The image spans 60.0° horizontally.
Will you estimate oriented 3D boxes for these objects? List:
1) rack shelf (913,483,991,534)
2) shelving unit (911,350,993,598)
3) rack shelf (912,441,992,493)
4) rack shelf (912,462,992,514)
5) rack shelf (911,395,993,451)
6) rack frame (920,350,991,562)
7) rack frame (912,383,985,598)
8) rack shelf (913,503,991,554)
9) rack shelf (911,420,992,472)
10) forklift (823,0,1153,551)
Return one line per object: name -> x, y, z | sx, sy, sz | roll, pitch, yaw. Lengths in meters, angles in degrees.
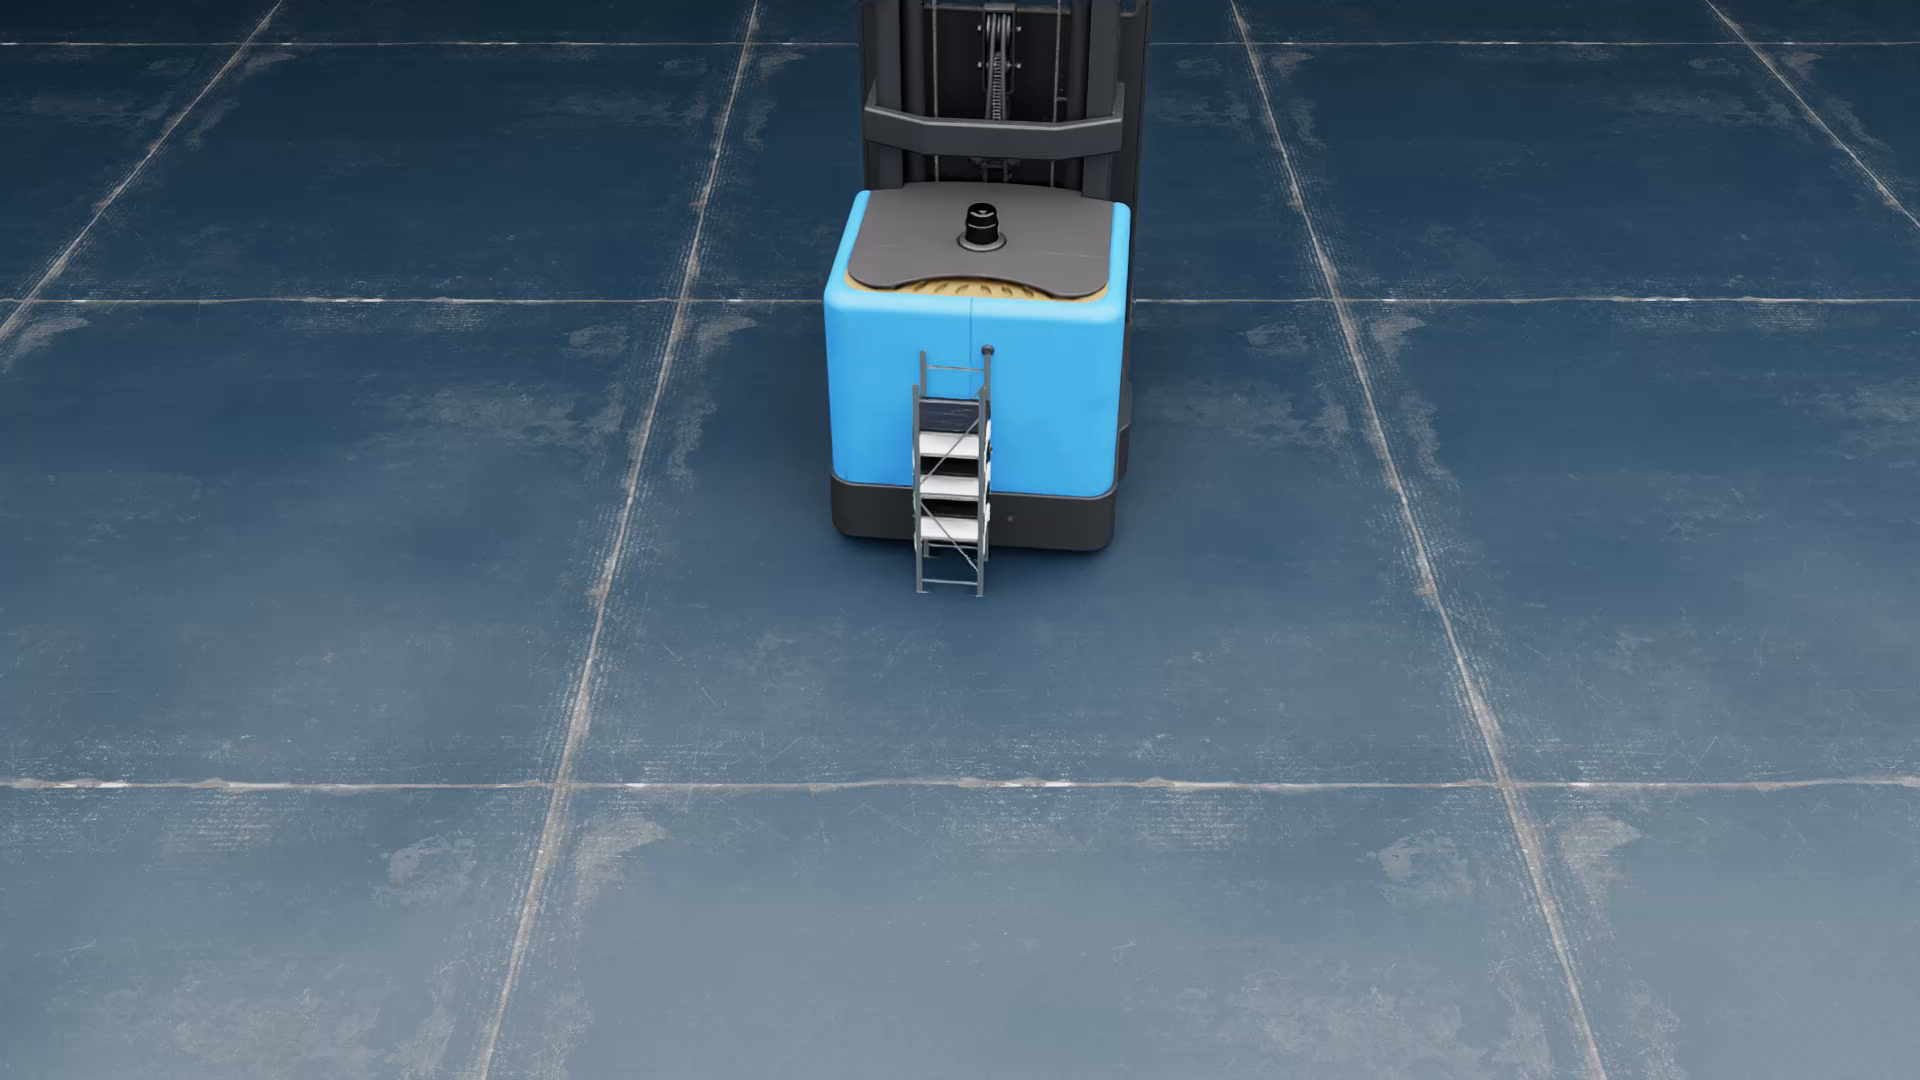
rack shelf -> -0.027, -0.120, 5.877 | 0.258, 0.077, 0.200 | 4, 39, 5
shelving unit -> -0.027, -0.216, 5.800 | 0.258, 0.900, 0.210 | 4, 39, 5
rack shelf -> -0.027, -0.260, 5.764 | 0.258, 0.077, 0.200 | 4, 39, 5
rack shelf -> -0.027, -0.190, 5.821 | 0.258, 0.077, 0.200 | 4, 39, 5
rack shelf -> -0.027, -0.400, 5.652 | 0.258, 0.077, 0.200 | 4, 39, 5
rack frame -> -0.016, -0.279, 5.879 | 0.240, 0.900, 0.006 | 4, 39, 5
rack frame -> -0.037, -0.153, 5.721 | 0.240, 0.900, 0.006 | 4, 39, 5
rack shelf -> -0.027, -0.049, 5.933 | 0.258, 0.077, 0.200 | 4, 39, 5
rack shelf -> -0.027, -0.330, 5.708 | 0.258, 0.077, 0.200 | 4, 39, 5
forklift -> 0.190, -2.015, 6.420 | 1.130, 2.935, 3.031 | 4, 39, 5
